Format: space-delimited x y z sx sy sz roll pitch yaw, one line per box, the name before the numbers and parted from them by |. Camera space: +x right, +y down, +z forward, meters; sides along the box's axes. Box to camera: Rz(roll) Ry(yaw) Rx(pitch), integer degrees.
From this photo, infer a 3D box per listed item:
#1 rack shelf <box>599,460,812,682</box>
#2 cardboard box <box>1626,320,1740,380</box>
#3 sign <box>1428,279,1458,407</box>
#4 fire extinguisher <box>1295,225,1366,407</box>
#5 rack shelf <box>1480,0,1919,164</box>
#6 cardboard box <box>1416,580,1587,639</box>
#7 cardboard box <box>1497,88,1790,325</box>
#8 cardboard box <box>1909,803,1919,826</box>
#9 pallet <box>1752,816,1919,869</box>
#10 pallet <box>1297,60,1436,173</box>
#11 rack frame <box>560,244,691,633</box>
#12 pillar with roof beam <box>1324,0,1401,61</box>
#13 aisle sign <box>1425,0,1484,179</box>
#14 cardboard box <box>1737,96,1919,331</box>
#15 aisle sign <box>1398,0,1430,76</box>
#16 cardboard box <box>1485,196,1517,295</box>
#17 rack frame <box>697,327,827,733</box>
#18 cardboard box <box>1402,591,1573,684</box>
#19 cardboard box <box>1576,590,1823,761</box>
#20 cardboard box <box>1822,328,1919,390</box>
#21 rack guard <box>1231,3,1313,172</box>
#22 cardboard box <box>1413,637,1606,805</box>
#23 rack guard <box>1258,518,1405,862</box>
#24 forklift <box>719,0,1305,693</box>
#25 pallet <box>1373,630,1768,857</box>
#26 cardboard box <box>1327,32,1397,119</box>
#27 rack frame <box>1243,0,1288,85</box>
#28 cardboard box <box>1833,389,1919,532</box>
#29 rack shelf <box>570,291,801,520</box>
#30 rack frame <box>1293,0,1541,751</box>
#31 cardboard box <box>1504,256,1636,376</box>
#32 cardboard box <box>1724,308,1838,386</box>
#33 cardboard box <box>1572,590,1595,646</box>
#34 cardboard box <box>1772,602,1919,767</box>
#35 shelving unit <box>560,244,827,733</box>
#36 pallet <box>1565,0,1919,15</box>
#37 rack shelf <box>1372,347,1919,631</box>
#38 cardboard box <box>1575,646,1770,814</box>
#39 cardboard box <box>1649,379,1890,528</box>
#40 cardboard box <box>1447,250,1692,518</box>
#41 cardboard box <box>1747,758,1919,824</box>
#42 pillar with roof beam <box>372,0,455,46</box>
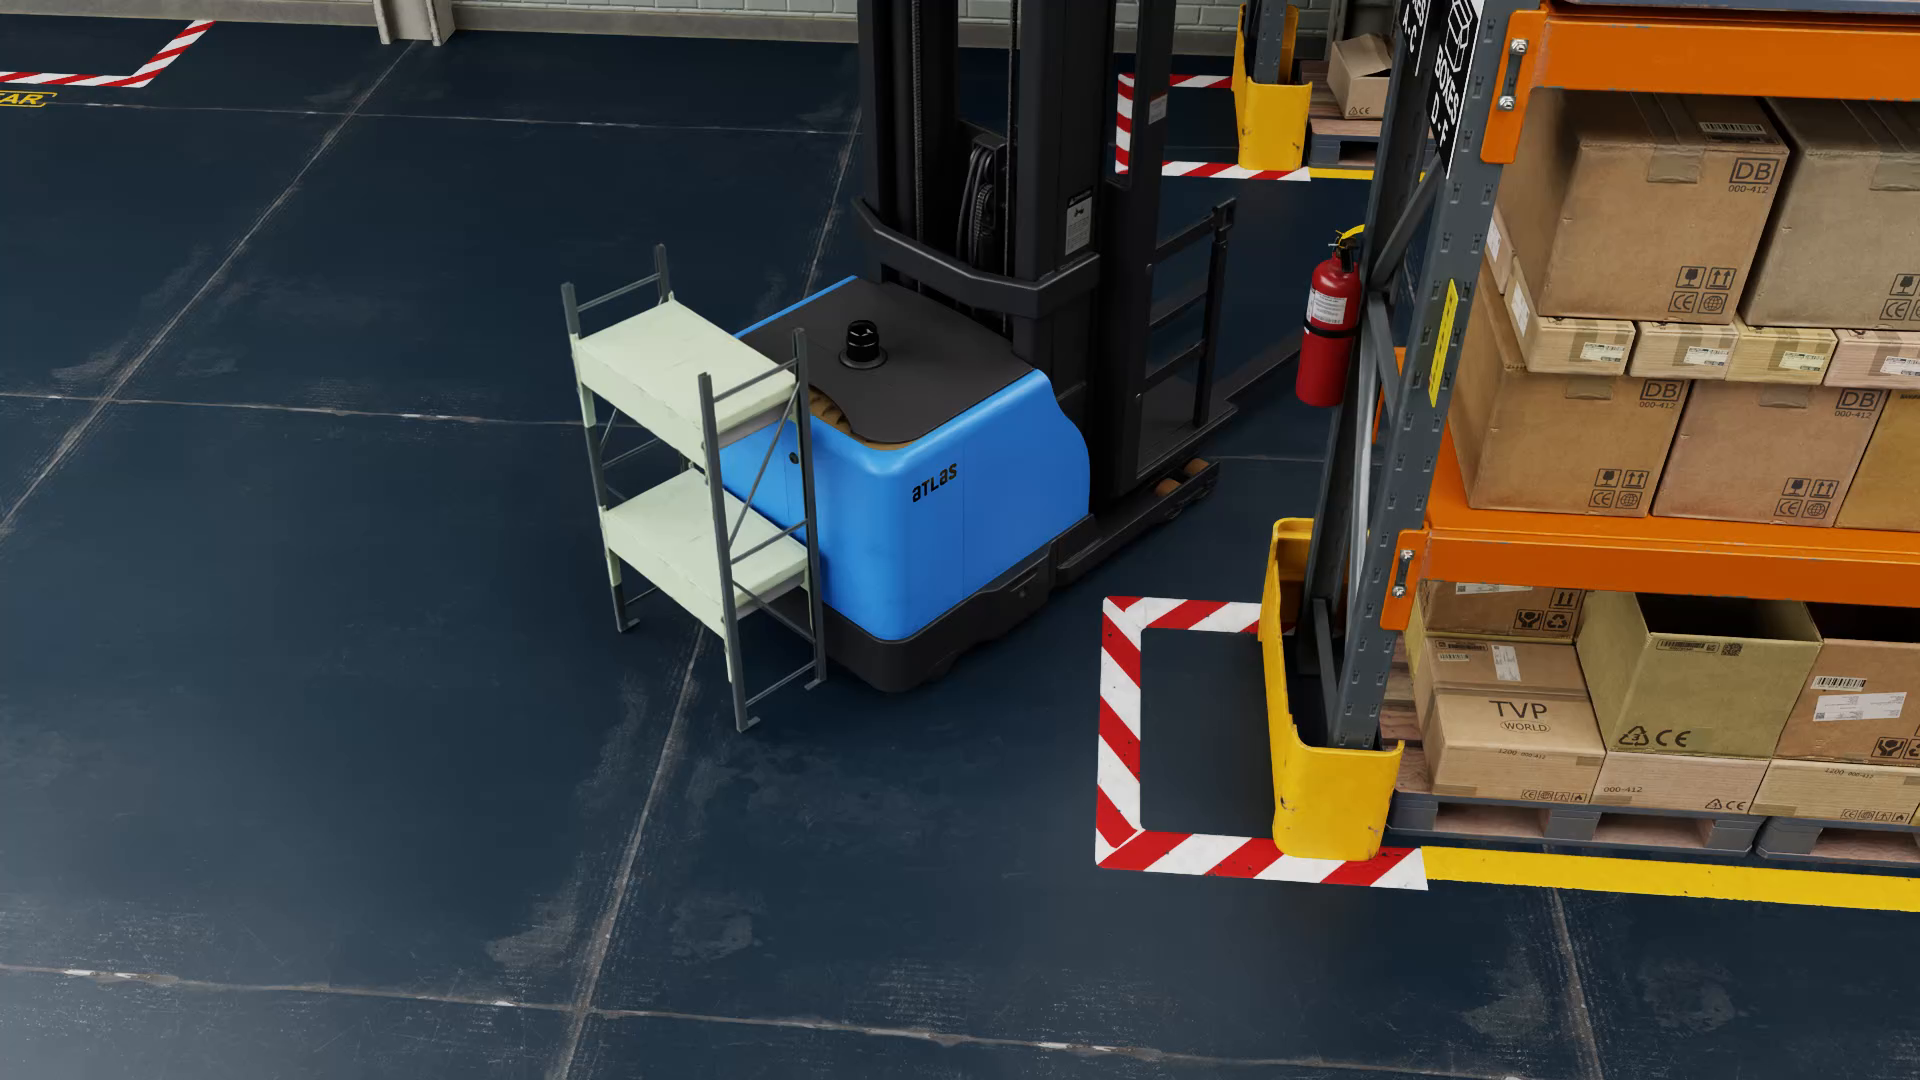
rack shelf | -0.894 0.098 5.955 0.431 0.370 0.720 -31 48 -33
cardboard box | 1.919 -0.602 4.521 0.250 0.149 0.380 2 39 3
sign | 1.230 -0.499 4.239 0.005 0.325 0.100 3 39 4
fire extinguisher | 1.206 -0.750 5.357 0.183 0.674 0.296 3 39 4
rack shelf | 3.276 -1.257 4.112 4.000 0.370 1.077 3 39 4
cardboard box | 1.844 -0.027 5.658 0.500 0.500 0.500 3 39 4
cardboard box | 1.800 -0.987 4.480 0.500 0.500 0.700 3 39 4
cardboard box | 3.293 0.674 5.391 0.500 0.250 0.500 3 39 4
pallet | 3.261 0.683 5.743 1.213 0.211 1.003 3 39 4
pallet | 2.589 -2.445 9.587 1.213 0.211 1.003 3 39 4
rack frame | -1.146 -0.322 5.955 0.400 1.500 0.023 -31 48 -33
pillar with roof beam | 2.108 -3.722 4.194 0.400 9.000 9.100 3 39 4
aisle sign | 1.192 -1.301 3.912 0.004 0.787 0.394 3 39 4
cardboard box | 2.325 -0.962 4.449 0.500 0.500 0.700 2 39 3
aisle sign | 1.244 -1.678 4.376 0.004 0.787 0.394 3 39 4
cardboard box | 1.681 -0.871 4.851 0.250 0.149 0.380 3 39 3
rack frame | -0.638 0.010 5.546 0.400 1.500 0.023 -31 48 -33
cardboard box | 1.843 0.265 5.893 0.500 0.250 0.500 3 39 4
cardboard box | 2.297 0.326 5.224 0.500 0.500 0.500 3 39 4
cardboard box | 2.419 -0.573 4.484 0.250 0.149 0.380 3 39 3
rack guard | 1.783 -2.624 9.577 0.348 0.500 1.175 3 39 4
cardboard box | 1.799 0.591 5.493 0.500 0.250 0.500 3 39 4
rack guard | 1.260 0.487 5.756 0.348 0.500 1.175 3 39 4
forklift | 0.436 -1.424 6.178 1.130 2.935 3.031 31 48 32
pallet | 2.049 0.615 5.827 1.213 0.211 1.003 3 39 4
cardboard box | 2.389 -2.631 9.387 0.500 0.311 0.500 -1 39 -1
rack frame | 1.707 -3.597 8.793 0.127 3.000 1.000 3 39 4
cardboard box | 2.765 -0.430 4.823 0.500 0.500 0.700 3 39 4
rack shelf | -0.890 -0.460 5.506 0.431 0.370 0.720 -31 48 -33
rack frame | 1.284 -0.481 4.965 0.127 3.000 1.000 3 39 4
cardboard box | 1.656 -0.615 4.536 0.250 0.149 0.380 3 39 4
cardboard box | 2.168 -0.588 4.503 0.250 0.149 0.380 3 39 4
cardboard box | 2.343 0.285 5.869 0.500 0.250 0.500 3 39 4
cardboard box | 2.796 0.346 5.201 0.500 0.500 0.500 3 39 4
shelving unit | -0.892 -0.156 5.751 0.431 1.500 0.755 -31 48 -33
pallet | 1.986 -1.556 3.979 1.213 0.211 1.003 3 39 4
rack shelf | 3.276 -0.093 5.059 4.000 0.370 1.077 3 39 4
cardboard box | 2.297 0.616 5.462 0.500 0.250 0.500 3 39 4
cardboard box | 2.271 -0.461 4.861 0.500 0.500 0.700 4 39 5
cardboard box | 1.748 -0.487 4.893 0.500 0.500 0.700 3 39 4
cardboard box | 2.795 0.644 5.429 0.500 0.250 0.500 3 39 4
pillar with roof beam | -3.870 -4.049 4.596 0.400 9.000 9.100 3 39 4
